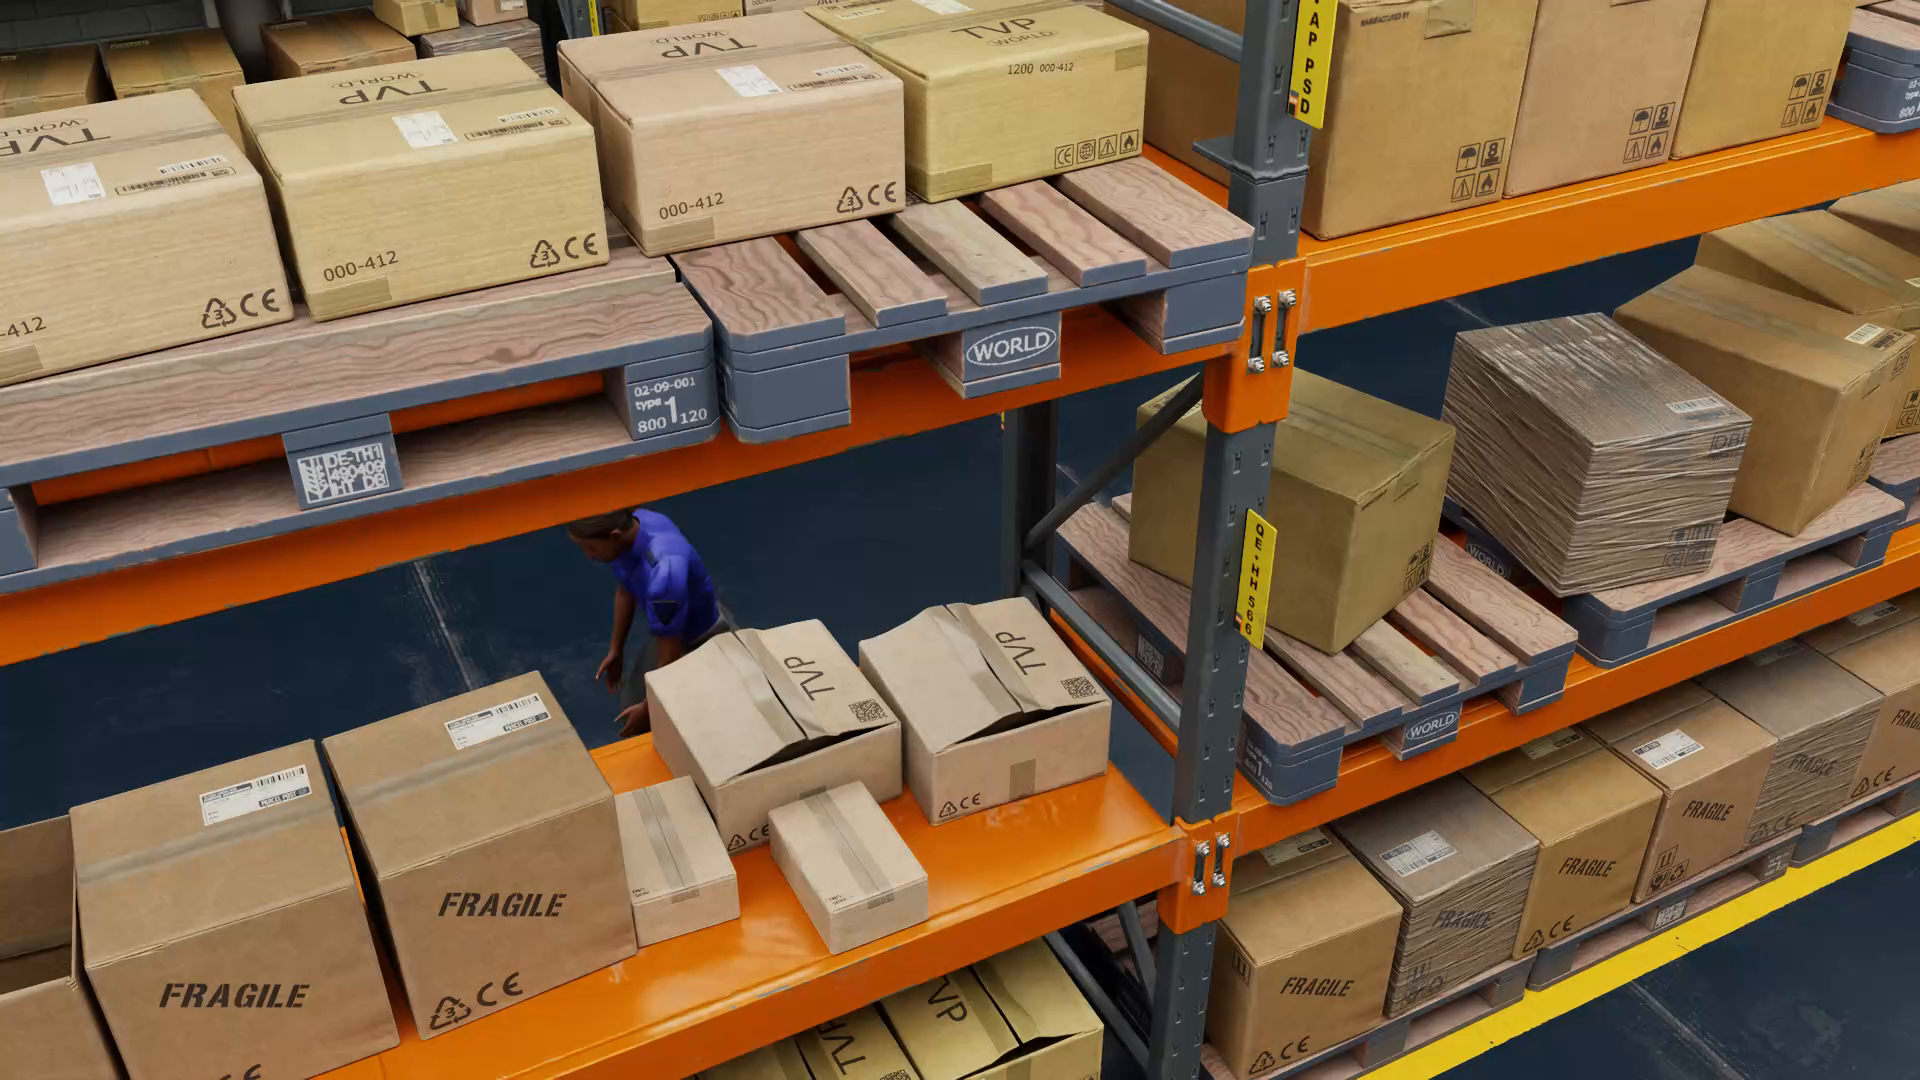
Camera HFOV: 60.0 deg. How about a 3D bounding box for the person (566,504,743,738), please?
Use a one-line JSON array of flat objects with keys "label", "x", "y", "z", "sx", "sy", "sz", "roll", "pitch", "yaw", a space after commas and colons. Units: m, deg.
[{"label": "person", "x": -0.991, "y": 0.422, "z": 5.689, "sx": 0.556, "sy": 1.465, "sz": 0.490, "roll": -16, "pitch": 37, "yaw": -23}]
